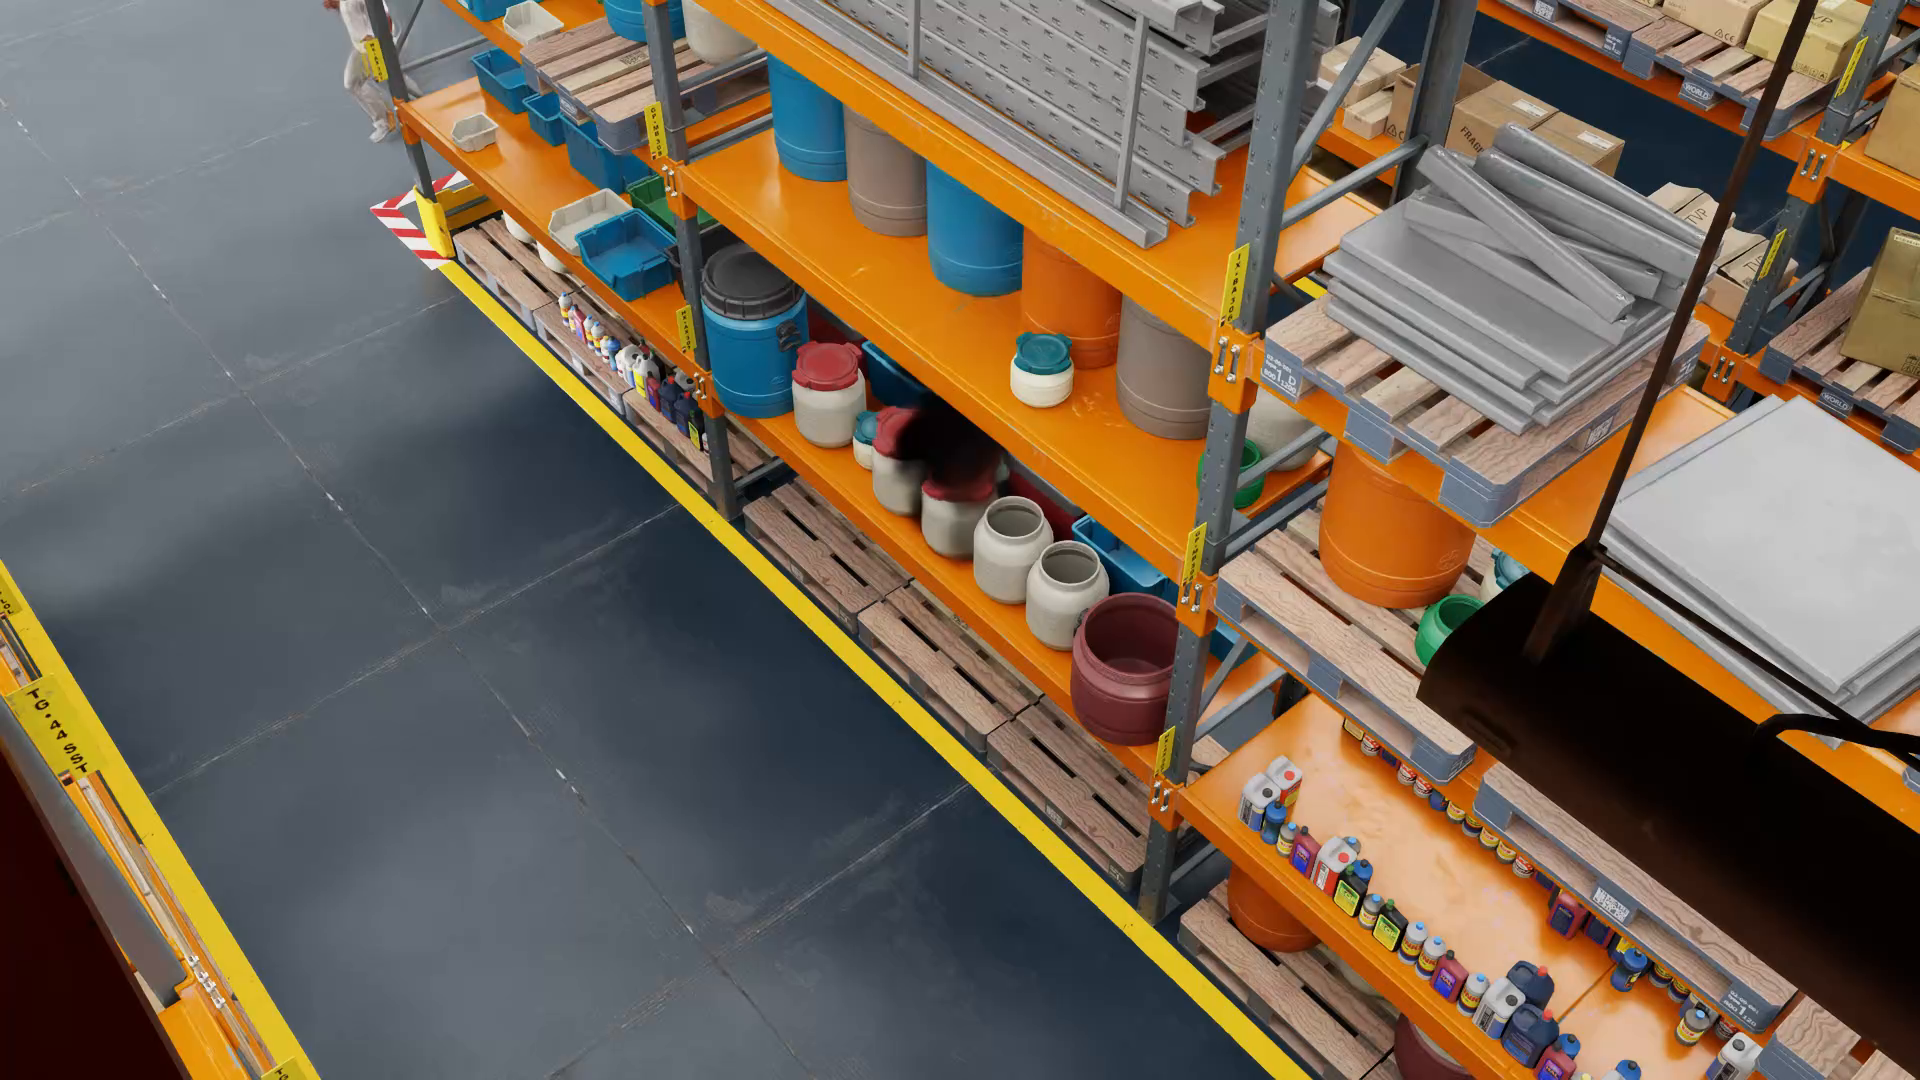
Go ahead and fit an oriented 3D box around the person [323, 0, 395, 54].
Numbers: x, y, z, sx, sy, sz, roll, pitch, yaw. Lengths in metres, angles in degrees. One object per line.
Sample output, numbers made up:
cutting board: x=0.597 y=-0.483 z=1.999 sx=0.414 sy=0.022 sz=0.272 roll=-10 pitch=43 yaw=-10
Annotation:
person: x=-4.836 y=-4.367 z=13.312 sx=0.643 sy=0.853 sz=0.695 roll=-2 pitch=47 yaw=-2
